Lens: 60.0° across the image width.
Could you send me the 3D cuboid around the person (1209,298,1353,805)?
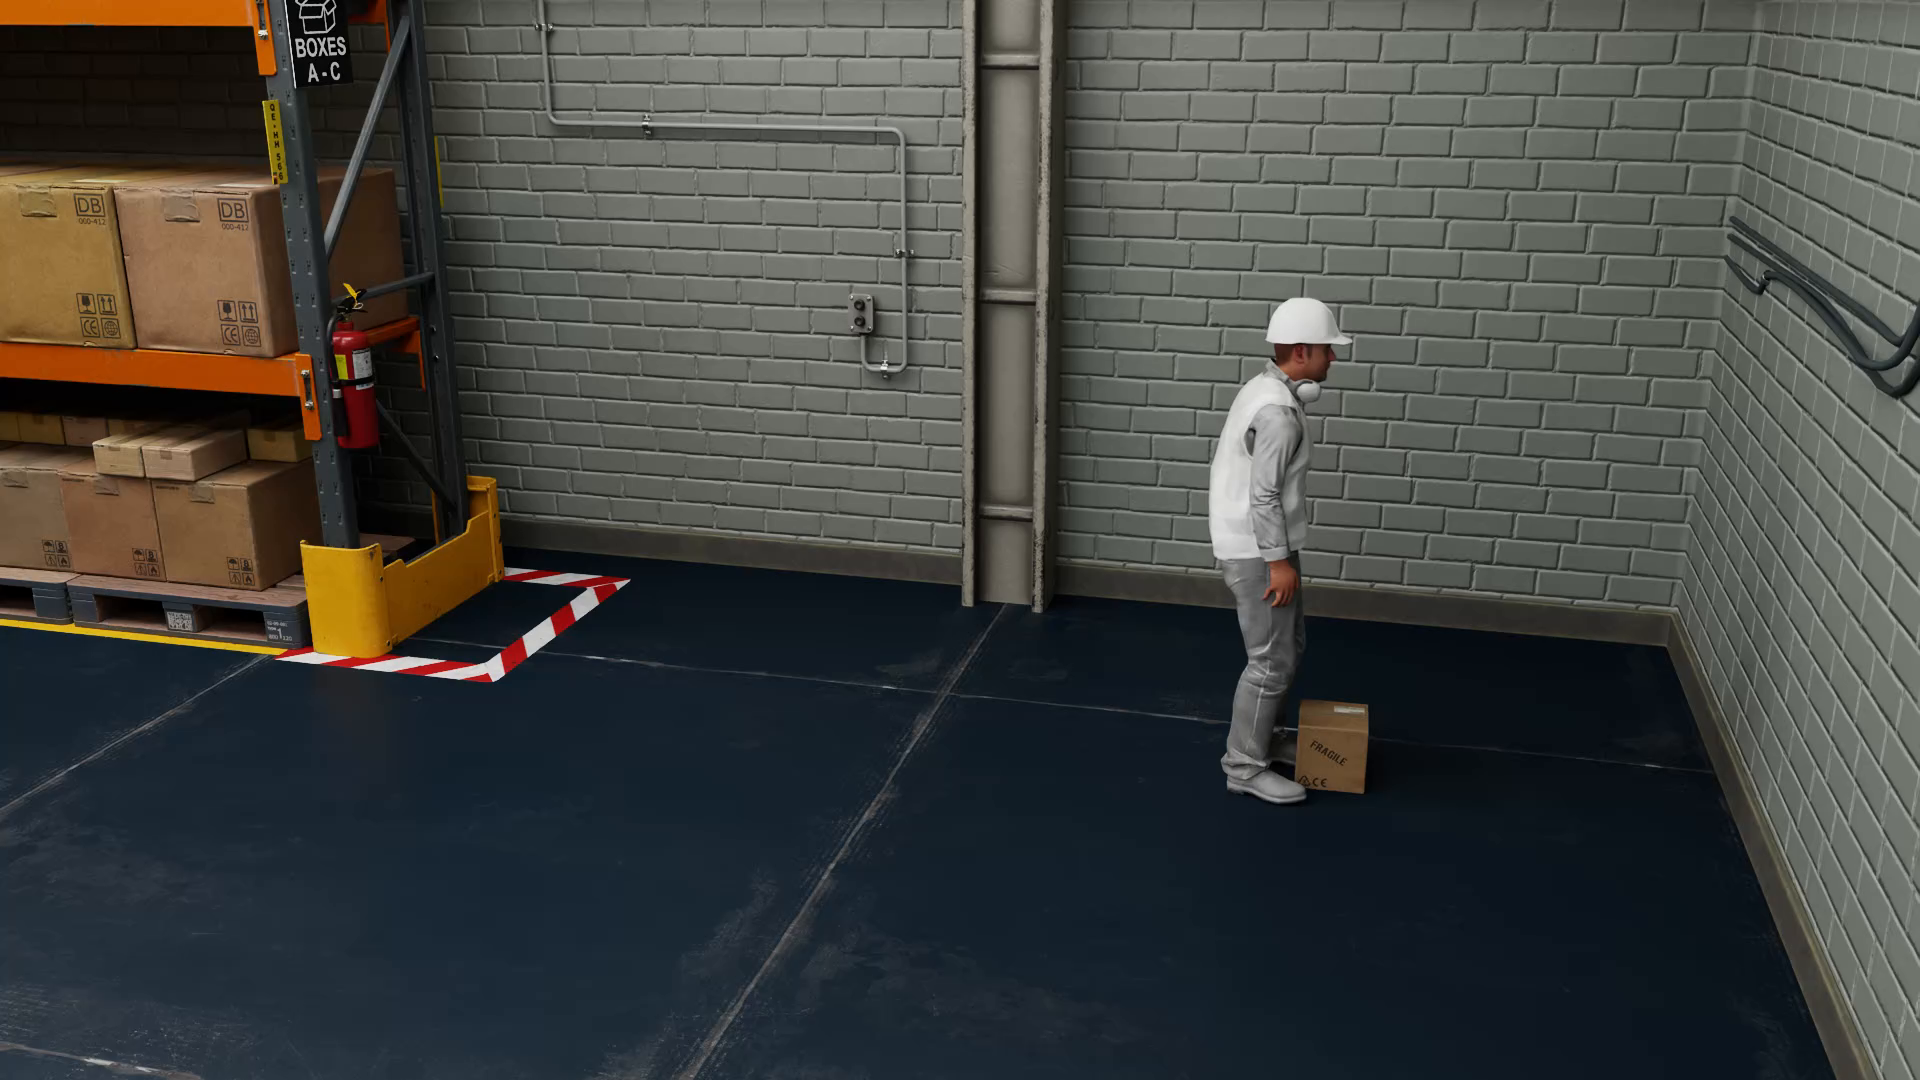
[{"bbox_3d":[1.124,0.017,5.963,0.474,1.771,0.593,3,18,10],"label":"person"}]
